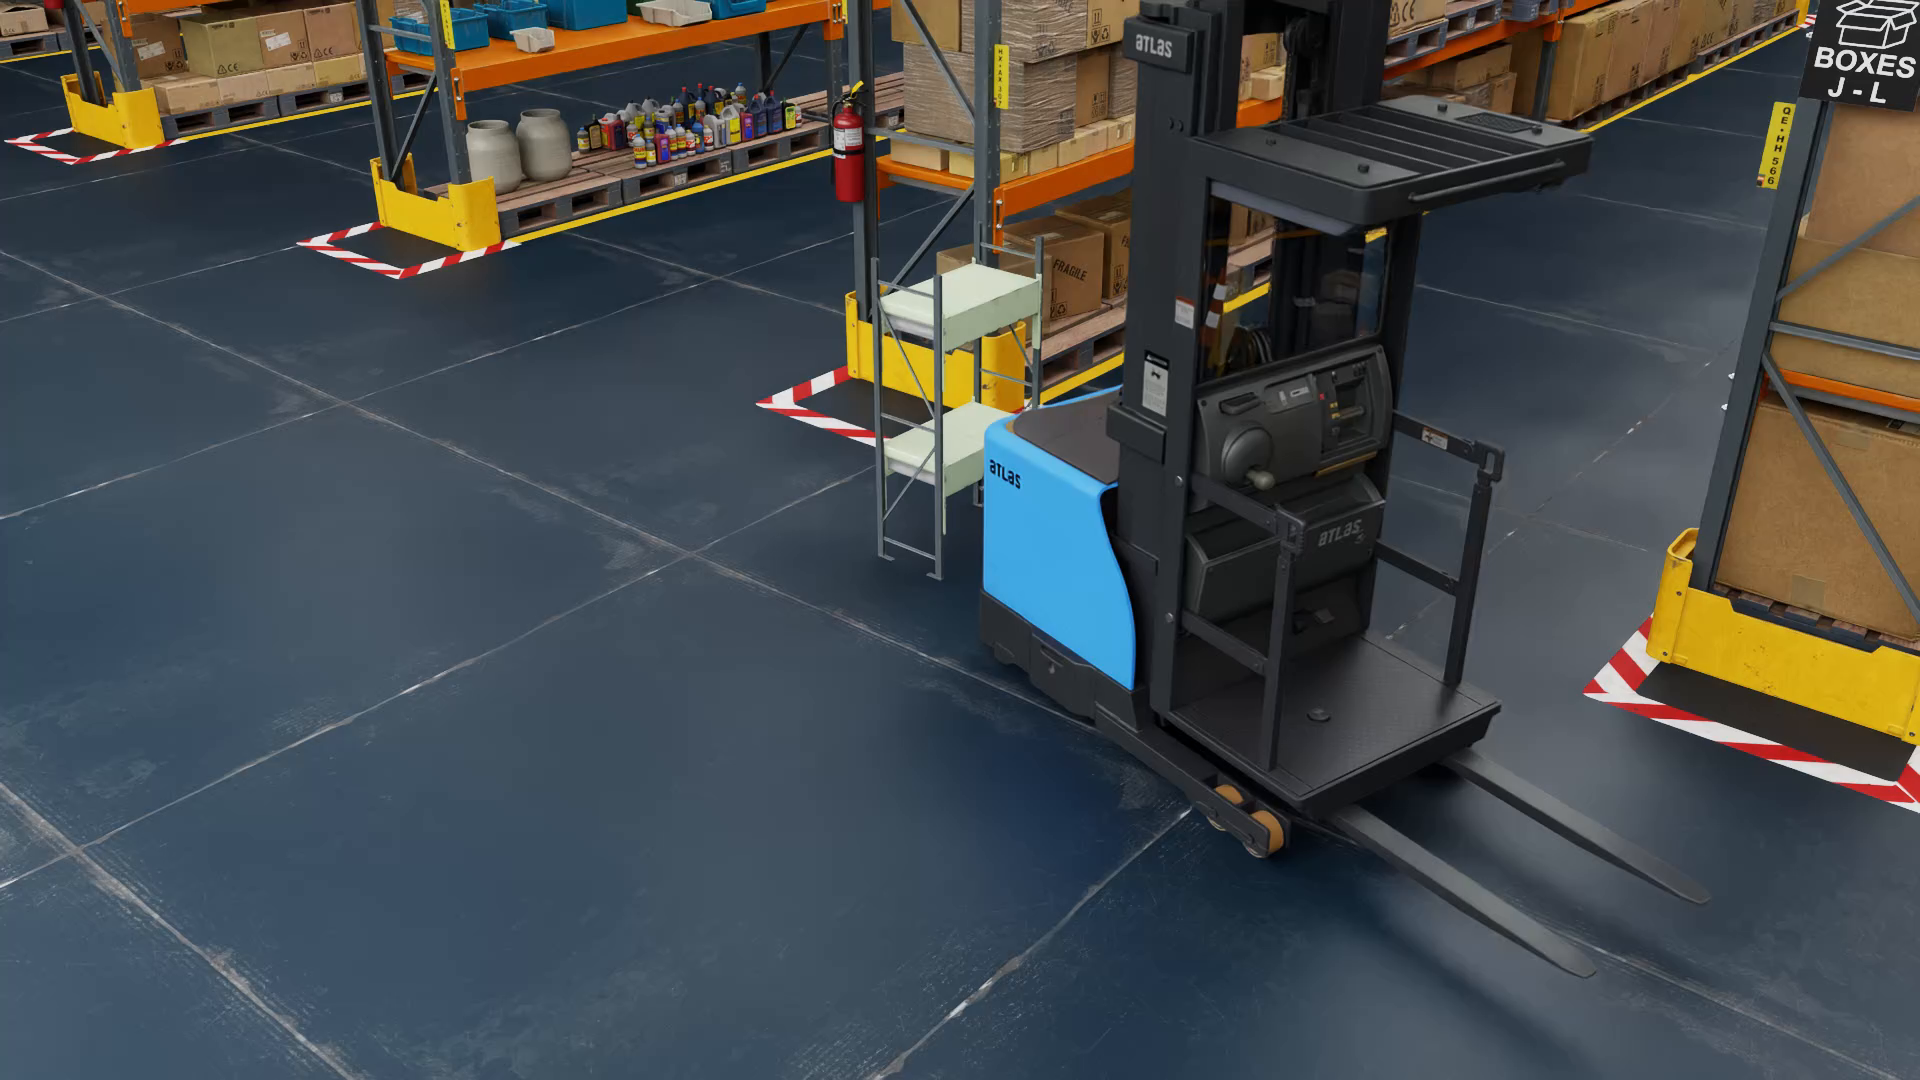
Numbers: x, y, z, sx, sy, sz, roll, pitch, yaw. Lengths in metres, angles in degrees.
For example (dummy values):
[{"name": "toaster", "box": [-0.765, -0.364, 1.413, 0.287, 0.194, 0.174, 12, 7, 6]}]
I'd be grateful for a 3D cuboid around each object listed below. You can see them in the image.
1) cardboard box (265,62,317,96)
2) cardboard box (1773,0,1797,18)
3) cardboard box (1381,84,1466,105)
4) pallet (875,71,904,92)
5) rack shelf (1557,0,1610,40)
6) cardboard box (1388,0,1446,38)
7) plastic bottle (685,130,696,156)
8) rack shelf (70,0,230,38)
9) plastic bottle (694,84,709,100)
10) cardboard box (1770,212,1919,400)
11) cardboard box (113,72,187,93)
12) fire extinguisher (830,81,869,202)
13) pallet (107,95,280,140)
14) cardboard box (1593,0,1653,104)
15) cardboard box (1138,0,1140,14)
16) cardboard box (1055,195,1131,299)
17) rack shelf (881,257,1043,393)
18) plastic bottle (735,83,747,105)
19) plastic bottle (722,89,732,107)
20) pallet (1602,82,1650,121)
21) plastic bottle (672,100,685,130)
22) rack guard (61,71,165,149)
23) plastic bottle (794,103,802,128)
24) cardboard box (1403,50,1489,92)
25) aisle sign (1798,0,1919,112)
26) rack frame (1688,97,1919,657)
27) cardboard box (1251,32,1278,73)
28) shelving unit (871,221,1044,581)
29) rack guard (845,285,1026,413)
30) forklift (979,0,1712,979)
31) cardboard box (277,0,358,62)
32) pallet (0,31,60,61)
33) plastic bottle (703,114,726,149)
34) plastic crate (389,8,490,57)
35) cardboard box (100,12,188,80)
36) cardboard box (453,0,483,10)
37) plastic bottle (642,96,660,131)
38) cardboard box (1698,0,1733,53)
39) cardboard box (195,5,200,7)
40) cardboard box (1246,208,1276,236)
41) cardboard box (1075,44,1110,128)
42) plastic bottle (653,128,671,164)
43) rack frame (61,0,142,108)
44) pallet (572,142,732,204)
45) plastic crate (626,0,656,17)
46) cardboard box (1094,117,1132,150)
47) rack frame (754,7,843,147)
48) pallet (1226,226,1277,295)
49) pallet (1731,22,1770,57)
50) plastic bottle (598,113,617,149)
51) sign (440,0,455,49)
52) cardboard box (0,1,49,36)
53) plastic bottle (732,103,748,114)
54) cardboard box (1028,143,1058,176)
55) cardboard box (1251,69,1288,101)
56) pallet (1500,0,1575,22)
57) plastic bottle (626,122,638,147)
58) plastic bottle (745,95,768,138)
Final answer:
[{"name": "cardboard box", "box": [-6.699, -4.559, 16.333, 0.500, 0.250, 0.500, 21, 34, 34]}, {"name": "cardboard box", "box": [9.628, -6.882, 20.143, 0.875, 0.875, 0.875, 21, 34, 34]}, {"name": "cardboard box", "box": [3.776, -3.491, 13.975, 0.700, 0.500, 0.500, 24, 36, 38]}, {"name": "pallet", "box": [-0.236, -4.568, 16.850, 1.003, 0.211, 1.213, 21, 34, 34]}, {"name": "rack shelf", "box": [6.157, -5.442, 16.288, 1.077, 0.370, 4.000, 21, 34, 34]}, {"name": "cardboard box", "box": [2.954, -4.328, 12.242, 1.000, 1.000, 1.000, 21, 34, 35]}, {"name": "plastic bottle", "box": [-2.287, -3.360, 14.047, 0.097, 0.201, 0.097, 0, 27, 0]}, {"name": "rack shelf", "box": [-6.573, -5.502, 16.405, 1.077, 0.370, 4.000, 21, 34, 34]}, {"name": "plastic bottle", "box": [-2.315, -3.936, 14.998, 0.144, 0.351, 0.185, 22, 34, 36]}, {"name": "cardboard box", "box": [3.760, -0.942, 6.643, 0.875, 0.550, 0.550, 21, 34, 34]}, {"name": "cardboard box", "box": [-7.732, -4.354, 15.938, 0.500, 0.250, 0.500, 21, 34, 34]}, {"name": "fire extinguisher", "box": [-0.632, -2.276, 9.469, 0.296, 0.674, 0.183, 21, 34, 34]}, {"name": "pallet", "box": [-7.391, -4.158, 16.057, 1.003, 0.211, 1.213, 21, 34, 34]}, {"name": "cardboard box", "box": [5.913, -4.848, 16.212, 1.225, 0.875, 0.875, 21, 34, 35]}, {"name": "cardboard box", "box": [0.997, -3.305, 9.854, 0.500, 0.500, 0.500, 21, 34, 34]}, {"name": "cardboard box", "box": [0.973, -1.947, 11.013, 0.500, 0.500, 0.500, 25, 36, 39]}, {"name": "rack shelf", "box": [-0.004, -1.010, 7.721, 0.431, 0.370, 0.720, 21, 34, 34]}, {"name": "plastic bottle", "box": [-2.022, -4.081, 15.364, 0.097, 0.271, 0.097, 0, 27, 0]}, {"name": "plastic bottle", "box": [-2.124, -3.932, 15.064, 0.061, 0.283, 0.133, 21, 34, 34]}, {"name": "pallet", "box": [6.221, -4.502, 16.723, 1.003, 0.211, 1.213, 21, 34, 34]}, {"name": "plastic bottle", "box": [-2.500, -3.771, 14.765, 0.097, 0.271, 0.097, 0, 27, 0]}, {"name": "rack guard", "box": [-7.861, -3.994, 15.426, 1.175, 0.500, 0.348, 21, 34, 34]}, {"name": "plastic bottle", "box": [-1.472, -3.815, 14.926, 0.097, 0.201, 0.097, 0, 27, 0]}, {"name": "cardboard box", "box": [4.152, -4.033, 14.208, 0.500, 0.250, 0.500, -24, 36, -38]}, {"name": "aisle sign", "box": [3.283, -1.948, 5.922, 0.394, 0.787, 0.004, 21, 34, 34]}, {"name": "rack frame", "box": [3.559, -0.731, 6.398, 1.000, 3.000, 0.127, 21, 34, 34]}, {"name": "cardboard box", "box": [1.661, -3.502, 11.323, 0.875, 0.500, 0.500, 21, 34, 34]}, {"name": "shelving unit", "box": [-0.004, -0.664, 7.901, 0.431, 1.500, 0.755, 21, 34, 34]}, {"name": "rack guard", "box": [-0.156, -1.133, 9.896, 1.175, 0.500, 0.348, 21, 34, 34]}, {"name": "forklift", "box": [1.340, -0.405, 5.844, 1.130, 2.935, 3.031, -18, 32, -31]}, {"name": "cardboard box", "box": [-6.377, -5.067, 16.500, 0.500, 0.500, 0.500, 21, 34, 34]}, {"name": "pallet", "box": [-11.078, -5.625, 18.894, 1.003, 0.211, 1.213, 21, 34, 34]}, {"name": "plastic bottle", "box": [-2.103, -3.516, 14.268, 0.152, 0.276, 0.135, 21, 34, 35]}, {"name": "plastic crate", "box": [-3.938, -3.863, 12.614, 0.499, 0.251, 0.616, 21, 34, 34]}, {"name": "cardboard box", "box": [-7.734, -4.688, 15.767, 0.500, 0.500, 0.500, 21, 34, 34]}, {"name": "cardboard box", "box": [-5.265, -5.973, 18.456, 0.500, 0.311, 0.500, 21, 34, 34]}, {"name": "plastic bottle", "box": [-2.706, -3.718, 14.577, 0.144, 0.351, 0.185, 20, 34, 34]}, {"name": "cardboard box", "box": [7.911, -5.924, 18.293, 0.875, 0.875, 0.875, 21, 34, 34]}, {"name": "cardboard box", "box": [-9.443, -6.716, 20.572, 0.380, 0.166, 0.250, 16, 31, 28]}, {"name": "cardboard box", "box": [2.055, -2.581, 12.237, 0.500, 0.500, 0.500, 20, 33, 33]}, {"name": "cardboard box", "box": [0.393, -2.792, 9.950, 0.875, 0.500, 0.500, 21, 34, 34]}, {"name": "plastic bottle", "box": [-2.474, -3.279, 13.802, 0.061, 0.283, 0.133, 21, 34, 35]}, {"name": "rack frame", "box": [-7.845, -5.113, 14.868, 1.000, 3.000, 0.127, 21, 34, 34]}, {"name": "pallet", "box": [-2.717, -3.183, 14.173, 1.003, 0.211, 1.213, 21, 34, 34]}, {"name": "plastic crate", "box": [-2.563, -4.589, 14.087, 0.450, 0.188, 0.662, 21, 34, 34]}, {"name": "cardboard box", "box": [0.813, -2.485, 10.062, 0.380, 0.149, 0.250, 21, 34, 34]}, {"name": "rack frame", "box": [-1.481, -5.082, 14.809, 1.000, 3.000, 0.127, 21, 34, 34]}, {"name": "pallet", "box": [1.941, -2.147, 12.171, 1.003, 0.211, 1.213, 21, 34, 34]}, {"name": "pallet", "box": [8.749, -5.913, 19.451, 1.003, 0.211, 1.213, 21, 34, 34]}, {"name": "plastic bottle", "box": [-3.014, -3.510, 14.256, 0.152, 0.276, 0.135, 21, 34, 35]}, {"name": "sign", "box": [-3.604, -3.624, 11.690, 0.100, 0.325, 0.005, 21, 34, 34]}, {"name": "cardboard box", "box": [-10.798, -5.981, 18.995, 0.500, 0.311, 0.500, 24, 36, 38]}, {"name": "plastic bottle", "box": [-1.921, -3.721, 14.664, 0.152, 0.276, 0.135, 21, 34, 34]}, {"name": "cardboard box", "box": [0.335, -2.219, 9.548, 0.380, 0.149, 0.250, 21, 34, 34]}, {"name": "cardboard box", "box": [1.986, -3.083, 11.217, 0.380, 0.149, 0.250, 21, 34, 34]}, {"name": "pallet", "box": [4.514, -4.684, 14.248, 1.213, 0.211, 1.003, 21, 34, 34]}, {"name": "plastic bottle", "box": [-2.818, -3.496, 14.310, 0.097, 0.201, 0.097, 0, 27, 0]}, {"name": "plastic bottle", "box": [-1.791, -3.720, 14.581, 0.144, 0.351, 0.185, 19, 33, 32]}]
